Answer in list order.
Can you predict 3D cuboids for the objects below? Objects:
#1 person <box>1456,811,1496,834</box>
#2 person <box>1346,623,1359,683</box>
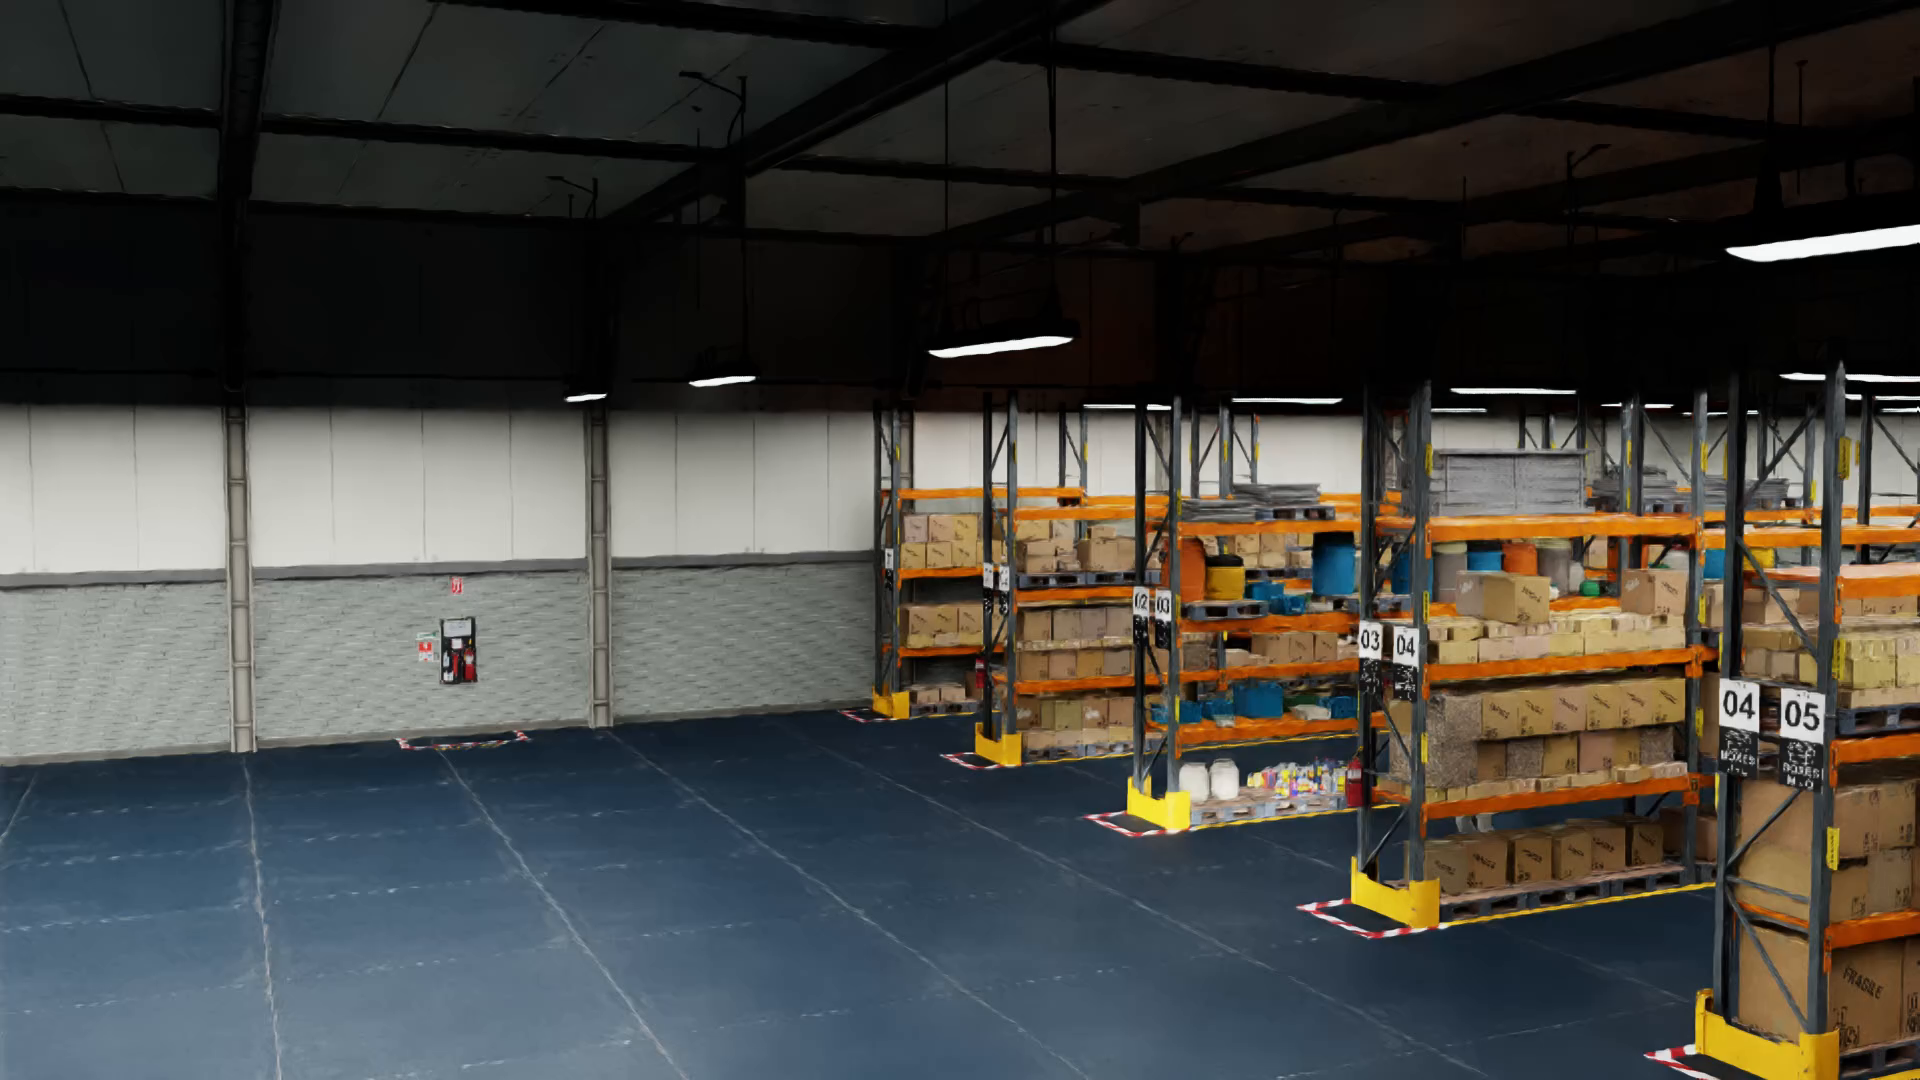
[{"bbox_3d":[6.383,3.118,20.482,0.546,1.718,0.729,-2,4,-25],"label":"person"},{"bbox_3d":[7.880,2.445,33.281,0.349,1.641,0.477,3,4,37],"label":"person"}]
